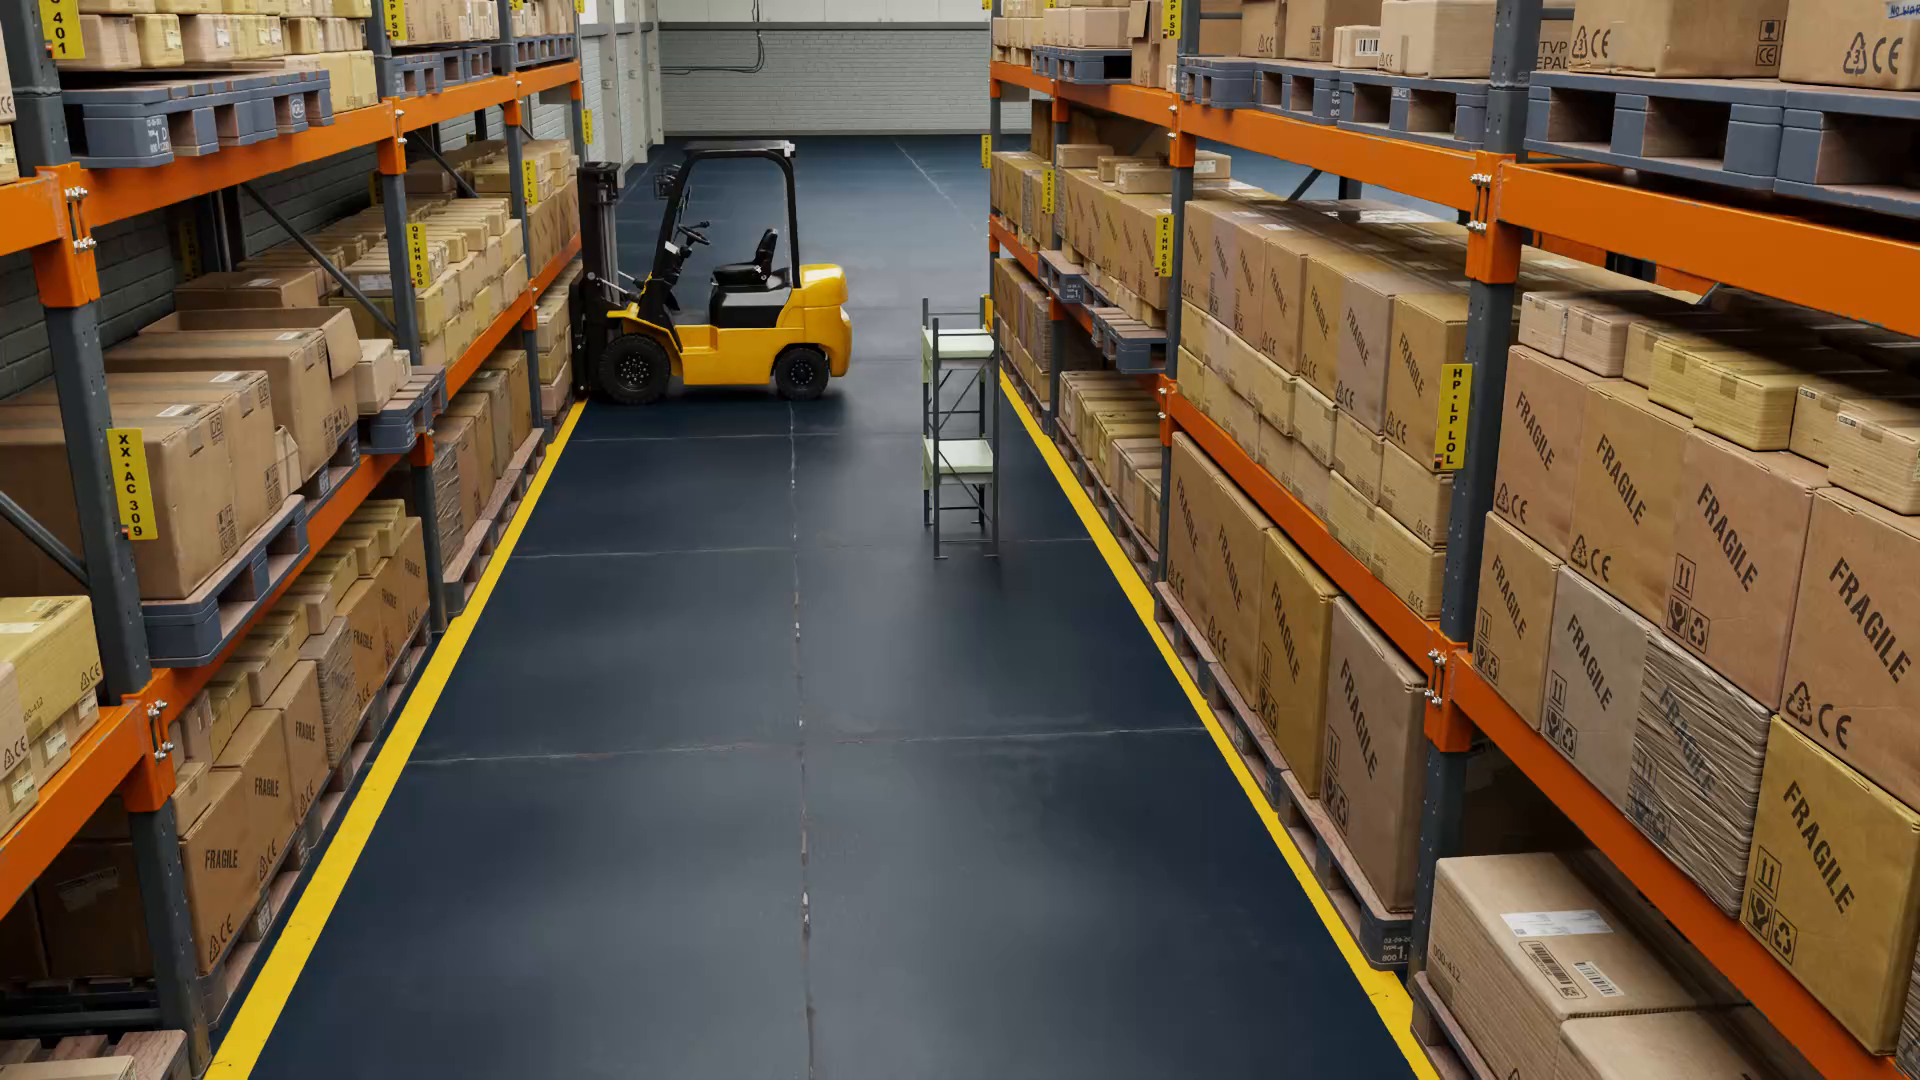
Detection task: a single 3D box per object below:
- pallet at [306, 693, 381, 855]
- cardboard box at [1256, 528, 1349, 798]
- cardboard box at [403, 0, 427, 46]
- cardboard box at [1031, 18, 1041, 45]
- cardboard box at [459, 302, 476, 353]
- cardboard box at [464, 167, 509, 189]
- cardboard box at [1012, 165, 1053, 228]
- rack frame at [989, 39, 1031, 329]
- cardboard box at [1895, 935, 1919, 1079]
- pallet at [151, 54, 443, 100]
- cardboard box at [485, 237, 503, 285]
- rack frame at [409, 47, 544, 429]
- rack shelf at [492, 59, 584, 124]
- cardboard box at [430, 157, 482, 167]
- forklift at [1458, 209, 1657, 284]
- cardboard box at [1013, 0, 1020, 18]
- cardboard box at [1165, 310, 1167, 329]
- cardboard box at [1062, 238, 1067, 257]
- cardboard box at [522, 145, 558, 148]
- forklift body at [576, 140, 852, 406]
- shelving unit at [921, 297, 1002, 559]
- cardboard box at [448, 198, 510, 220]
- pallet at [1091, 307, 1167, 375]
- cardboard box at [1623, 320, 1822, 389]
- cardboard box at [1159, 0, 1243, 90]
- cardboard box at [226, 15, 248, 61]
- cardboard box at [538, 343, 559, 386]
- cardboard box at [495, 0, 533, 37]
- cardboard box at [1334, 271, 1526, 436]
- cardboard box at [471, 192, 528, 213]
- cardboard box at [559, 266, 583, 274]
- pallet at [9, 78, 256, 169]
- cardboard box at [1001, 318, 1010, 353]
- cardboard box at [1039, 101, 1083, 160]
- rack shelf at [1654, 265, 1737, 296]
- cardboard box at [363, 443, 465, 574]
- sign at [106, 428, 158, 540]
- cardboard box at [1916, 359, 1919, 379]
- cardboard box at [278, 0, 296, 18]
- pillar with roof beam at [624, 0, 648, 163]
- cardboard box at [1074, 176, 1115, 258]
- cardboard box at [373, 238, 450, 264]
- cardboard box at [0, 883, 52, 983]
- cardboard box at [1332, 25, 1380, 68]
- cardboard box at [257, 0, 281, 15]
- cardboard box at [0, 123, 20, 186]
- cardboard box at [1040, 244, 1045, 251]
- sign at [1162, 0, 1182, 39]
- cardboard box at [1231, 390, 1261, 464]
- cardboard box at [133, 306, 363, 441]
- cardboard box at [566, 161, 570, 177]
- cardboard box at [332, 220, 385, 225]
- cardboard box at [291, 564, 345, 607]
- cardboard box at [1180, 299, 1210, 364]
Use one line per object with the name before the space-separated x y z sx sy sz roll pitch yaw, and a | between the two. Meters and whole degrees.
pallet | -3.145 1.000 7.140 1.003 0.211 1.213 -2 18 -6
cardboard box | 1.798 0.483 6.978 0.875 0.875 0.875 -1 17 -4
cardboard box | -3.139 -2.867 8.759 0.500 0.500 0.500 -2 18 -5
cardboard box | 0.851 -4.038 13.278 0.500 0.250 0.500 -2 18 -7
cardboard box | -3.217 -1.288 10.023 0.500 0.250 0.500 -2 18 -7
cardboard box | -3.592 -2.786 12.798 0.380 0.149 0.250 -2 17 -5
cardboard box | 0.748 -3.037 14.681 0.500 0.500 0.500 -2 18 -7
rack frame | 0.805 -3.455 16.674 1.000 3.000 0.127 -2 18 -6
cardboard box | 2.042 0.826 2.871 0.500 0.500 0.500 -1 17 -4
pallet | -3.466 -2.457 8.804 1.213 0.211 1.003 -1 17 -3
cardboard box | -3.308 -1.832 10.919 0.500 0.250 0.500 -1 17 -5
rack frame | -3.720 -2.109 12.386 1.000 3.000 0.127 -2 18 -6
rack shelf | -3.926 -3.792 13.942 1.077 0.370 4.000 -2 18 -6
cardboard box | -4.153 -3.076 13.721 0.380 0.149 0.250 -2 18 -6
forklift | 3.366 -1.295 9.909 1.130 2.935 3.031 -1 17 -4
cardboard box | 0.663 -4.655 14.577 0.380 0.149 0.250 -1 17 -4
cardboard box | 1.362 -1.242 9.344 0.380 0.149 0.250 -1 17 -4
cardboard box | 0.960 -2.169 12.297 0.380 0.149 0.250 -2 17 -5
cardboard box | -3.824 -3.473 14.986 0.380 0.149 0.250 -2 18 -5
forklift body | -2.122 -2.387 14.689 2.313 2.155 1.214 -2 18 -6
shelving unit | -0.001 -0.718 10.459 0.431 1.500 0.755 -2 18 -6
cardboard box | -3.464 -2.371 11.971 0.380 0.149 0.250 -1 17 -4
pallet | 1.450 -1.189 9.776 1.213 0.211 1.003 -2 18 -6
cardboard box | 1.927 -0.461 4.218 0.380 0.149 0.250 -2 18 -6
cardboard box | 1.542 -2.833 9.518 0.700 0.500 0.500 -2 18 -6
cardboard box | -2.637 -1.690 5.596 0.380 0.149 0.250 -2 18 -6
cardboard box | -3.463 -1.389 13.149 0.500 0.250 0.500 -2 18 -6
cardboard box | -3.563 -4.001 12.685 0.500 0.311 0.500 -1 17 -5
cardboard box | 1.686 -0.684 6.011 0.500 0.500 0.500 -1 17 -5
cardboard box | -3.491 -2.569 12.602 0.380 0.149 0.250 -2 18 -7
cardboard box | -3.716 -2.386 15.491 0.500 0.250 0.500 -1 17 -5
pallet | -2.892 -1.263 4.998 1.213 0.211 1.003 -2 18 -6
cardboard box | 0.658 -1.942 15.745 0.500 0.250 0.500 -1 17 -4
cardboard box | 1.119 -3.825 15.520 0.700 0.500 0.500 -2 18 -5
rack shelf | 6.337 -1.507 11.670 1.077 0.370 4.000 -2 18 -6
cardboard box | -3.358 -0.170 9.476 0.875 0.625 0.625 -1 17 -4
sign | -2.356 -0.157 4.725 0.100 0.325 0.005 -2 18 -6
cardboard box | 2.431 -0.327 3.792 0.380 0.149 0.250 -2 18 -6
cardboard box | -2.844 -2.129 6.530 0.380 0.149 0.250 -2 18 -5
pillar with roof beam | -3.150 -13.211 37.733 9.100 9.000 0.400 -2 18 -6
cardboard box | 1.070 -2.208 11.336 0.500 0.500 0.500 -2 18 -6
cardboard box | -3.223 -1.685 9.786 0.380 0.149 0.250 -2 17 -5
cardboard box | -3.239 1.130 5.542 0.500 0.500 0.500 -2 18 -6
cardboard box | 1.698 -1.958 6.588 0.380 0.166 0.250 0 17 -1
cardboard box | -2.706 -1.986 6.042 0.380 0.149 0.250 -2 18 -5
cardboard box | -2.564 -0.938 4.070 0.380 0.149 0.250 -2 18 -6
cardboard box | 0.848 -2.304 13.426 0.380 0.149 0.250 -1 17 -4
sign | 1.090 -2.733 8.503 0.100 0.325 0.005 -2 18 -6
cardboard box | 1.549 -0.537 7.631 0.500 0.250 0.500 -1 17 -4
cardboard box | -2.955 -0.686 6.980 0.797 0.503 0.637 -2 18 -7
cardboard box | -3.796 -3.408 15.276 0.380 0.149 0.250 -1 17 -5
cardboard box | -3.818 -1.973 10.704 0.380 0.149 0.250 -2 18 -6
cardboard box | -2.954 0.220 7.358 0.380 0.149 0.250 -2 18 -6
cardboard box | 1.436 -1.080 8.524 0.500 0.250 0.500 -2 18 -6
